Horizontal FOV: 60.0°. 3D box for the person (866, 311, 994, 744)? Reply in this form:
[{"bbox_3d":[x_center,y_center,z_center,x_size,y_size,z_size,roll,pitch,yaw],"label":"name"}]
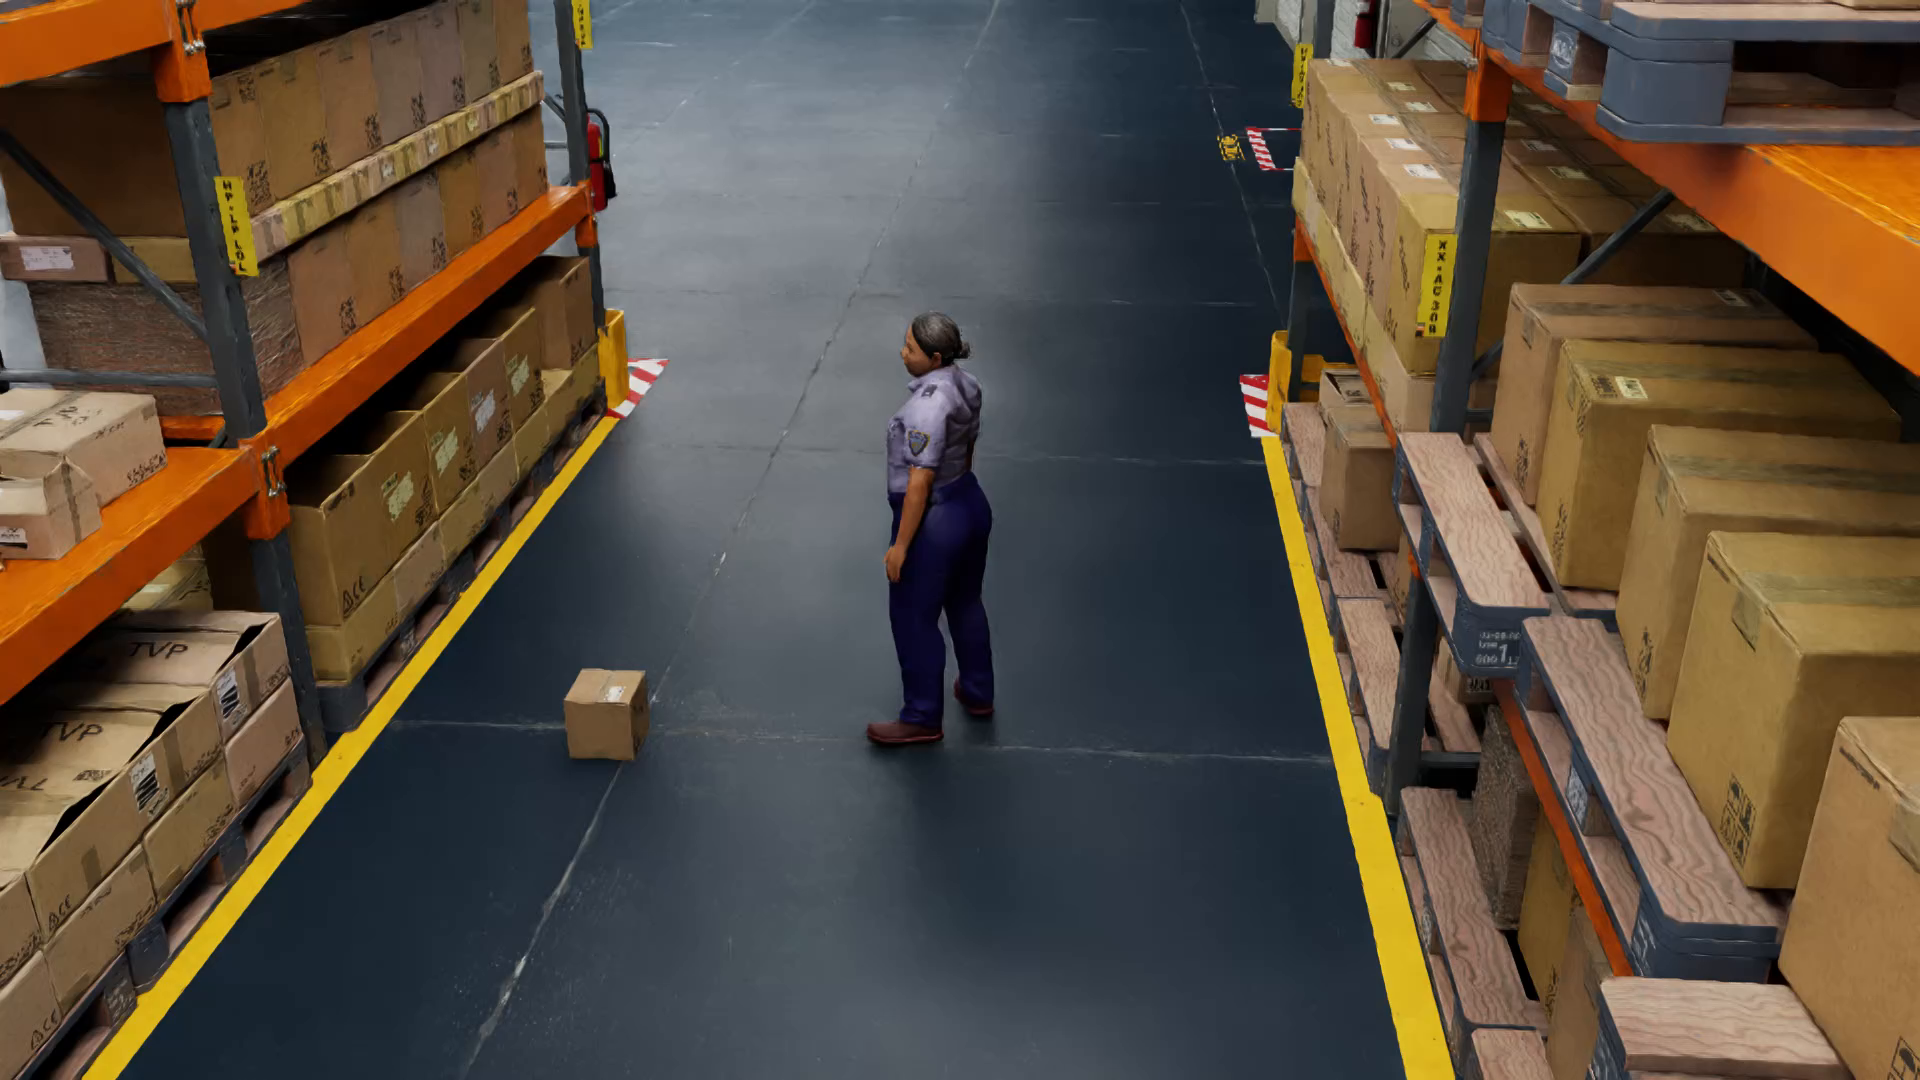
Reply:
[{"bbox_3d":[-0.088,-0.050,6.177,0.374,1.653,0.602,12,27,24],"label":"person"}]
